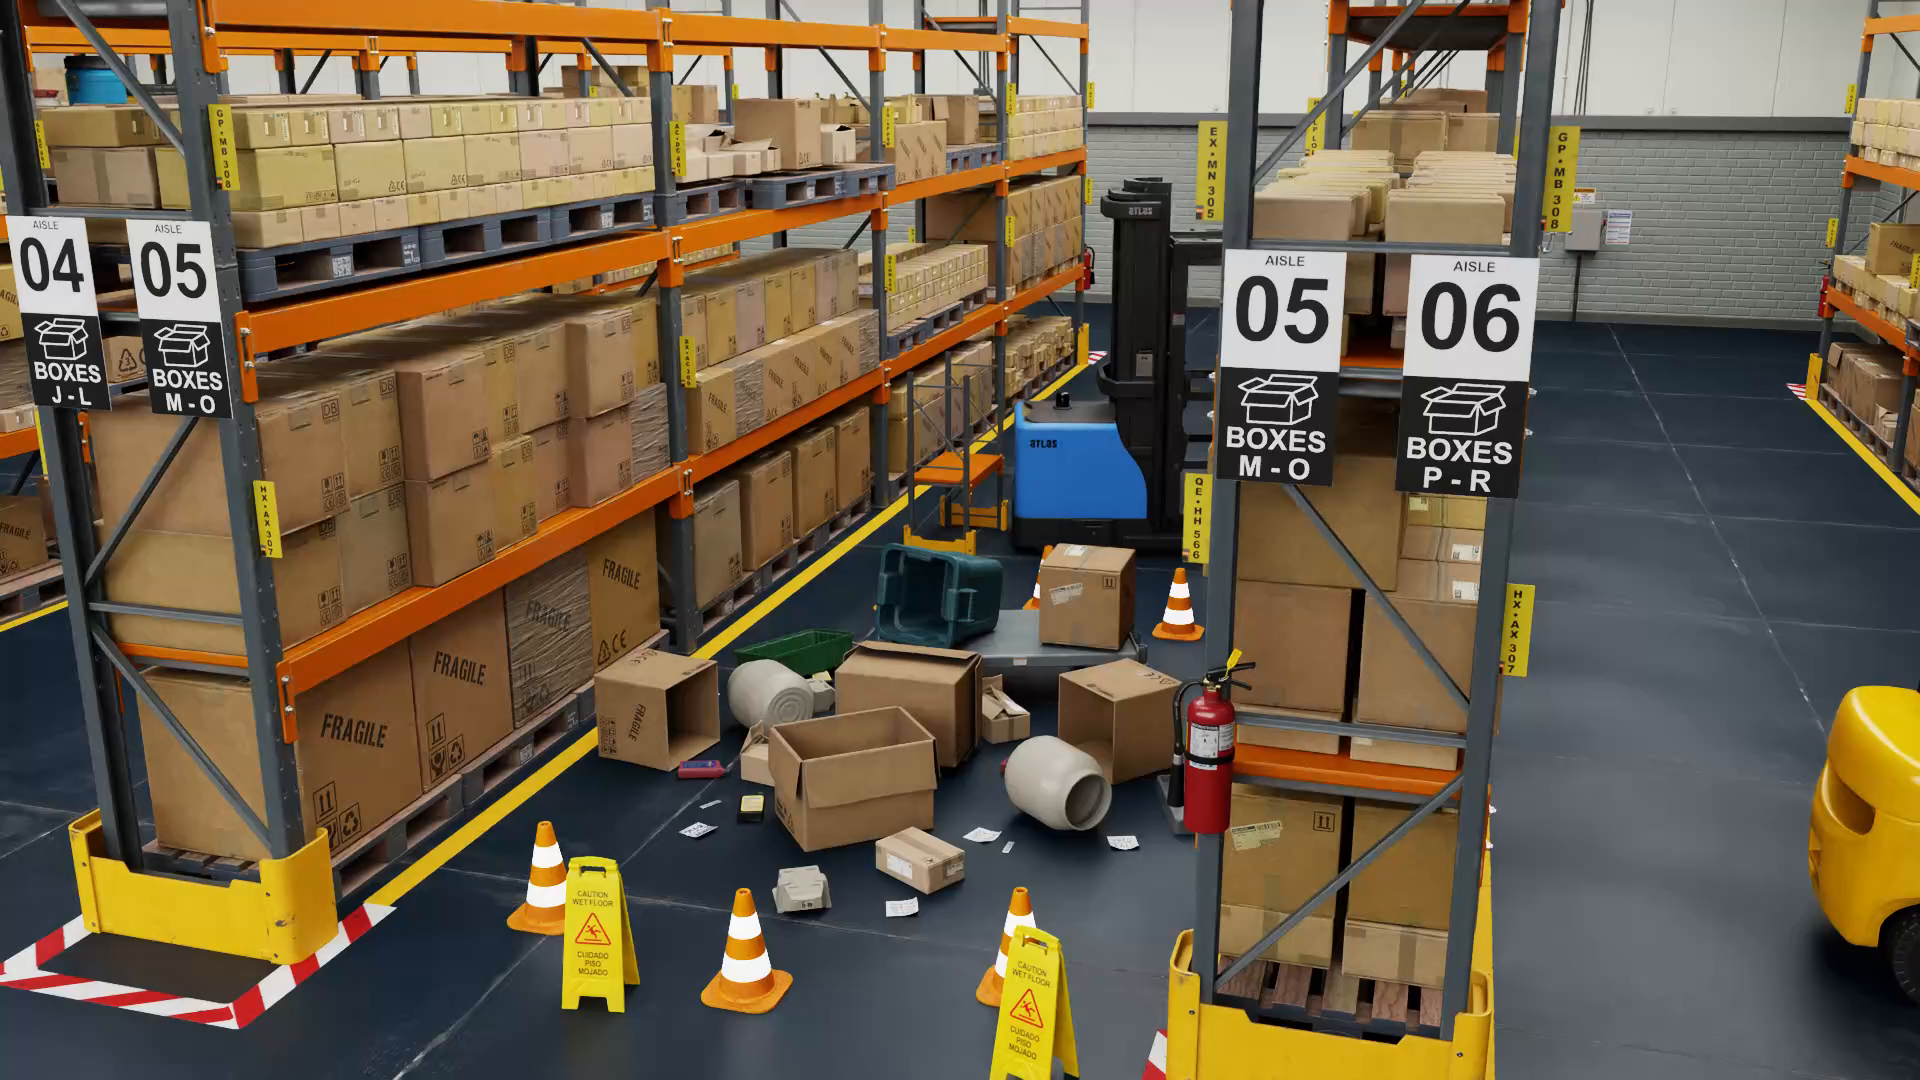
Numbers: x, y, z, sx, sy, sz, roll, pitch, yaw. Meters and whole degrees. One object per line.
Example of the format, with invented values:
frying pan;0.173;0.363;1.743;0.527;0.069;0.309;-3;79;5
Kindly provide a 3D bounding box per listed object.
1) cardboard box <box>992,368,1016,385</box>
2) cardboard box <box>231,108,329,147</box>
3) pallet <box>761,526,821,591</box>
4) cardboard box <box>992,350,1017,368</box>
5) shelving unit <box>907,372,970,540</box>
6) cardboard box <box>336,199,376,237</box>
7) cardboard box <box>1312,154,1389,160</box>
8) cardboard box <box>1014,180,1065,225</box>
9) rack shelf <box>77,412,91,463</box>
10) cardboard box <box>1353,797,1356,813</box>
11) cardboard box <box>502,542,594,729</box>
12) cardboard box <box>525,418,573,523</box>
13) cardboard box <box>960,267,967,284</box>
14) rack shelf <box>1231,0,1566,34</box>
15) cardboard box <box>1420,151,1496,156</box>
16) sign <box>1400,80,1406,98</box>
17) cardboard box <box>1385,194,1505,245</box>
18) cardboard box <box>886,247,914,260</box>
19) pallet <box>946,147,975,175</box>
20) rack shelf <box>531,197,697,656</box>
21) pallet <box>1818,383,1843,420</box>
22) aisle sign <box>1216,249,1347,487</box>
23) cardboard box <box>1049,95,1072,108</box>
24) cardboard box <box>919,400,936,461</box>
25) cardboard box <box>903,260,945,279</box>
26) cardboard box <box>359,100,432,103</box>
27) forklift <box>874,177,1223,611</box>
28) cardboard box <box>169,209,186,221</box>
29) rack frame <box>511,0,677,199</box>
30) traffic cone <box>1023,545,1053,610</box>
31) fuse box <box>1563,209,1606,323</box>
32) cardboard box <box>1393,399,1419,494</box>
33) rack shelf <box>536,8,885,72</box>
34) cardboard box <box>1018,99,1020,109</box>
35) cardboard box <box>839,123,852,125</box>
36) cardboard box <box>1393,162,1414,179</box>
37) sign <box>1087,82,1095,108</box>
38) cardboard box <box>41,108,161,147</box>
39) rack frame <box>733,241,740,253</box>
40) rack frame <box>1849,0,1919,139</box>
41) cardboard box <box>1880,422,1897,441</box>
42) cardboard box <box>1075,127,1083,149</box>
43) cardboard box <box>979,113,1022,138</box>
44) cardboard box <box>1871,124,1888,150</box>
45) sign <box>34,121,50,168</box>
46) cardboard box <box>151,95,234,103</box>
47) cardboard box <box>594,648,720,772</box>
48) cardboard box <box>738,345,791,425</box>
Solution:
cardboard box;0.416;-1.859;18.796;0.380;0.149;0.250;5;17;18
cardboard box;-2.932;-1.760;7.086;0.380;0.149;0.250;5;17;16
pallet;-1.776;0.091;13.120;1.003;0.211;1.213;5;16;16
cardboard box;0.438;-2.073;19.007;0.380;0.149;0.250;5;17;19
shelving unit;-0.033;-0.691;13.517;0.500;1.500;0.985;5;16;16
cardboard box;-2.856;-1.445;7.438;0.380;0.149;0.250;5;16;16
cardboard box;1.975;-1.875;8.444;0.380;0.149;0.250;4;16;14
cardboard box;0.968;-4.126;20.317;0.500;0.500;0.500;6;17;19
rack shelf;-6.426;-1.310;14.271;1.077;0.370;4.000;5;16;16
cardboard box;1.643;0.944;7.901;0.500;0.500;0.500;4;16;15
cardboard box;-2.766;0.493;9.718;0.875;0.875;0.875;5;17;16
cardboard box;-2.762;-0.419;9.535;0.875;0.550;0.550;5;16;16
cardboard box;-0.138;-2.715;17.048;0.380;0.149;0.250;4;16;14
rack shelf;1.939;-2.380;7.054;1.077;0.370;4.000;5;16;16
cardboard box;2.627;-1.971;8.783;0.380;0.149;0.250;5;17;17
sign;5.387;-5.451;20.305;0.100;0.325;0.005;5;16;16
cardboard box;1.667;-1.101;5.717;0.380;0.149;0.250;5;16;15
cardboard box;-0.696;-2.975;17.421;0.380;0.149;0.250;5;17;16
pallet;-0.563;-3.743;16.376;1.213;0.211;1.003;5;16;16
rack shelf;-8.838;-1.829;14.780;15.905;3.000;4.168;5;16;16
pallet;10.430;-1.550;18.908;1.003;0.211;1.213;5;16;16
aisle sign;1.075;-0.575;5.596;0.394;0.787;0.004;5;16;16
cardboard box;1.187;-5.497;20.842;0.380;0.149;0.250;5;17;17
cardboard box;-0.546;-1.065;15.899;0.500;0.500;0.500;5;17;17
cardboard box;-0.367;-2.651;16.279;0.380;0.149;0.250;4;16;15
cardboard box;-3.057;-2.276;8.907;0.380;0.149;0.250;5;16;16
forklift;1.415;-1.217;12.748;4.086;2.935;2.622;0;16;1
cardboard box;-3.562;-1.427;7.375;0.380;0.149;0.250;5;17;16
rack frame;-2.267;-3.608;10.060;1.000;3.000;0.127;5;16;16
traffic cone;1.743;-0.572;10.701;3.046;2.808;1.723;5;16;16
fuse box;9.470;-4.160;25.362;0.539;1.711;0.414;5;16;16
cardboard box;1.779;-0.534;7.655;0.700;0.500;0.500;5;16;16
rack shelf;-1.699;-3.593;12.058;1.077;0.370;4.000;5;16;16
cardboard box;0.447;-4.814;18.437;0.380;0.149;0.250;4;16;15
cardboard box;-1.212;-3.429;14.741;0.500;0.500;0.500;5;16;16
cardboard box;2.534;-2.102;9.751;0.500;0.250;0.500;4;16;15
sign;1.669;-5.682;21.247;0.100;0.325;0.005;5;16;16
cardboard box;-3.634;-1.746;7.038;0.380;0.149;0.250;5;17;16
rack frame;-3.584;-4.273;23.397;1.000;3.000;0.127;5;16;16
rack frame;10.678;-6.007;18.515;1.000;3.000;0.127;5;16;16
cardboard box;9.418;-1.073;16.570;0.380;0.149;0.250;4;16;14
cardboard box;1.267;-5.093;21.067;0.500;0.250;0.500;4;16;15
cardboard box;0.373;-4.534;18.179;0.500;0.250;0.500;5;17;18
cardboard box;10.007;-4.272;17.626;0.500;0.250;0.500;4;16;14
sign;-6.472;-2.785;11.707;0.100;0.325;0.005;5;16;16
cardboard box;-6.521;-3.544;14.230;0.500;0.500;0.500;4;16;14
cardboard box;-1.725;0.965;9.507;0.500;0.500;0.500;8;18;25
cardboard box;-1.573;-1.150;12.203;0.500;0.500;0.500;5;16;16
